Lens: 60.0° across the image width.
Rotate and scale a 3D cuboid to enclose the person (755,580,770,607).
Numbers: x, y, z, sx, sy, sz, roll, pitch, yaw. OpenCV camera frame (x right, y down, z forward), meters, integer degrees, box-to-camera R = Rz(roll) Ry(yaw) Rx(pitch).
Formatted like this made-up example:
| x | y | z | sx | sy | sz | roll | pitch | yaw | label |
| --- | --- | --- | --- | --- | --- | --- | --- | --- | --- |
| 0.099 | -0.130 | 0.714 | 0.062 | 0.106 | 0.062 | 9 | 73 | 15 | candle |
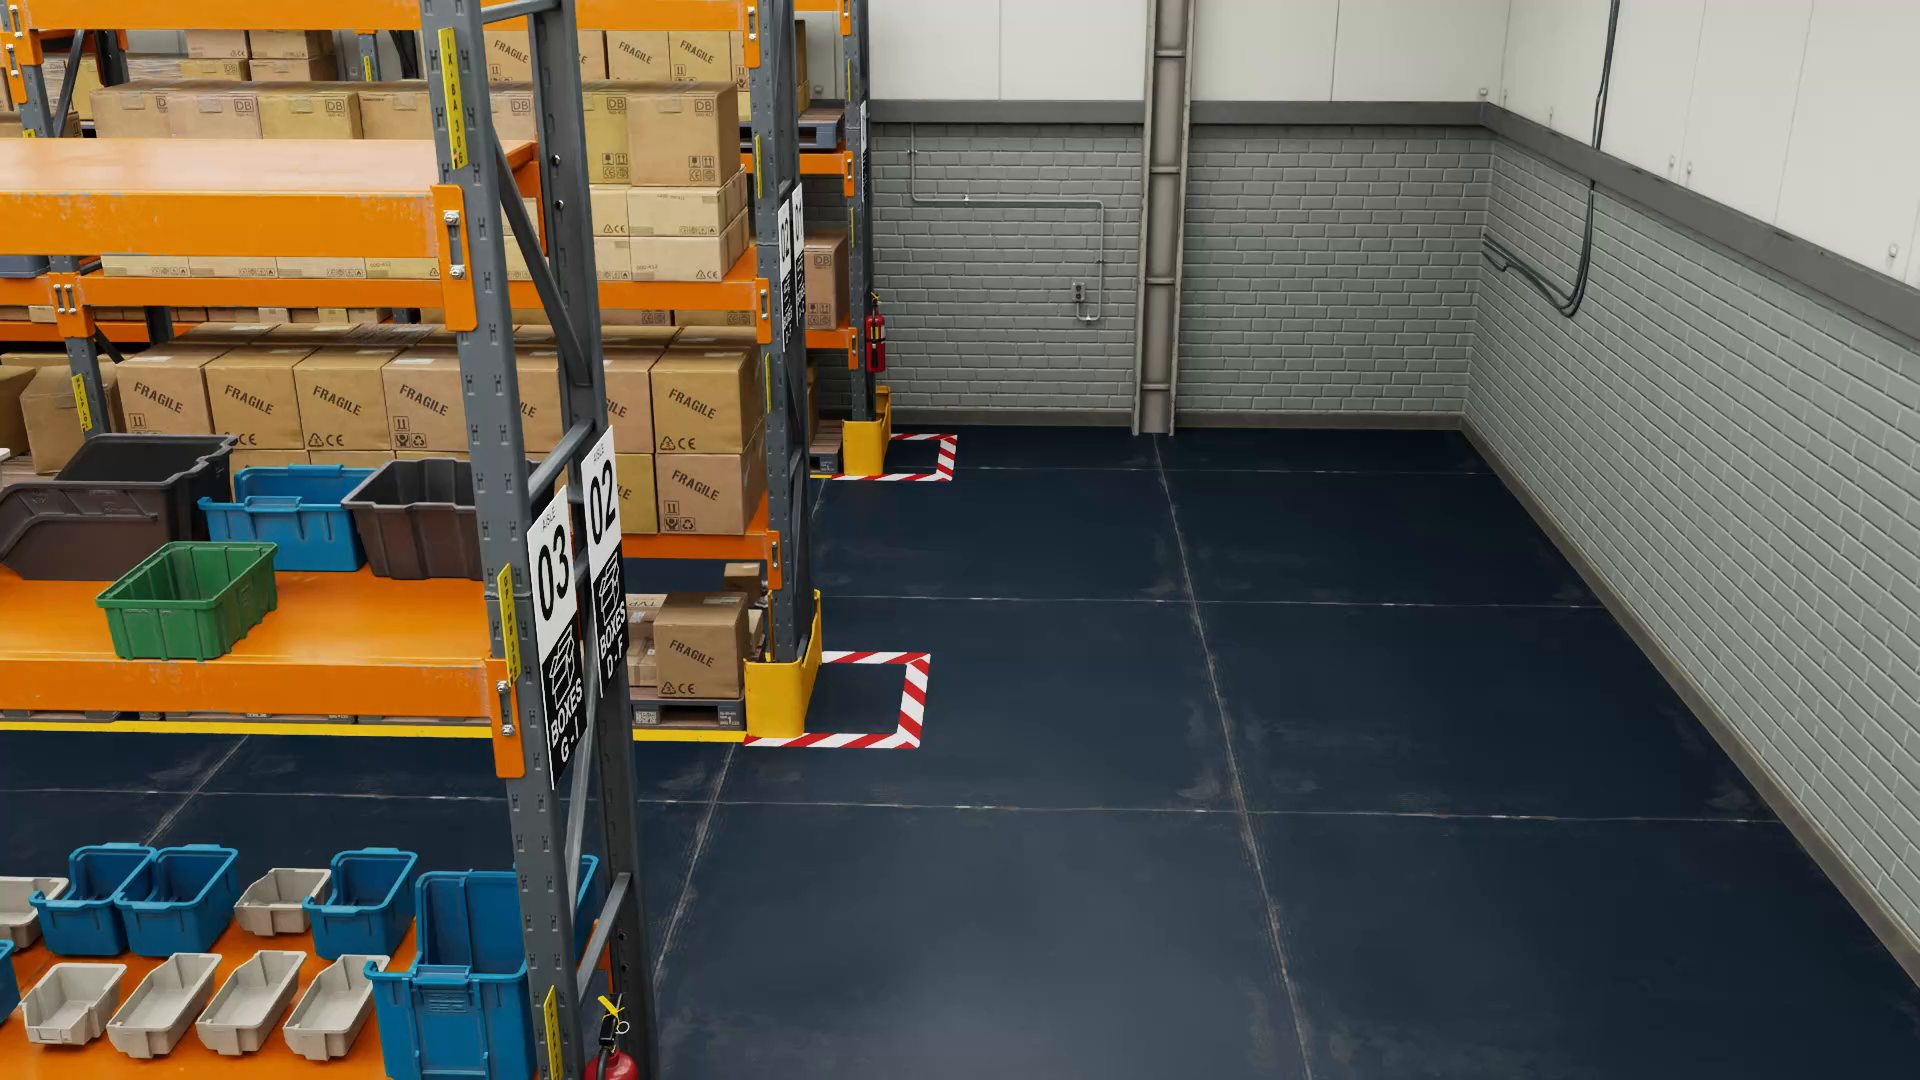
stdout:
| x | y | z | sx | sy | sz | roll | pitch | yaw | label |
| --- | --- | --- | --- | --- | --- | --- | --- | --- | --- |
| -1.343 | -0.308 | 11.897 | 0.346 | 1.591 | 0.468 | -2 | 21 | -4 | person |
